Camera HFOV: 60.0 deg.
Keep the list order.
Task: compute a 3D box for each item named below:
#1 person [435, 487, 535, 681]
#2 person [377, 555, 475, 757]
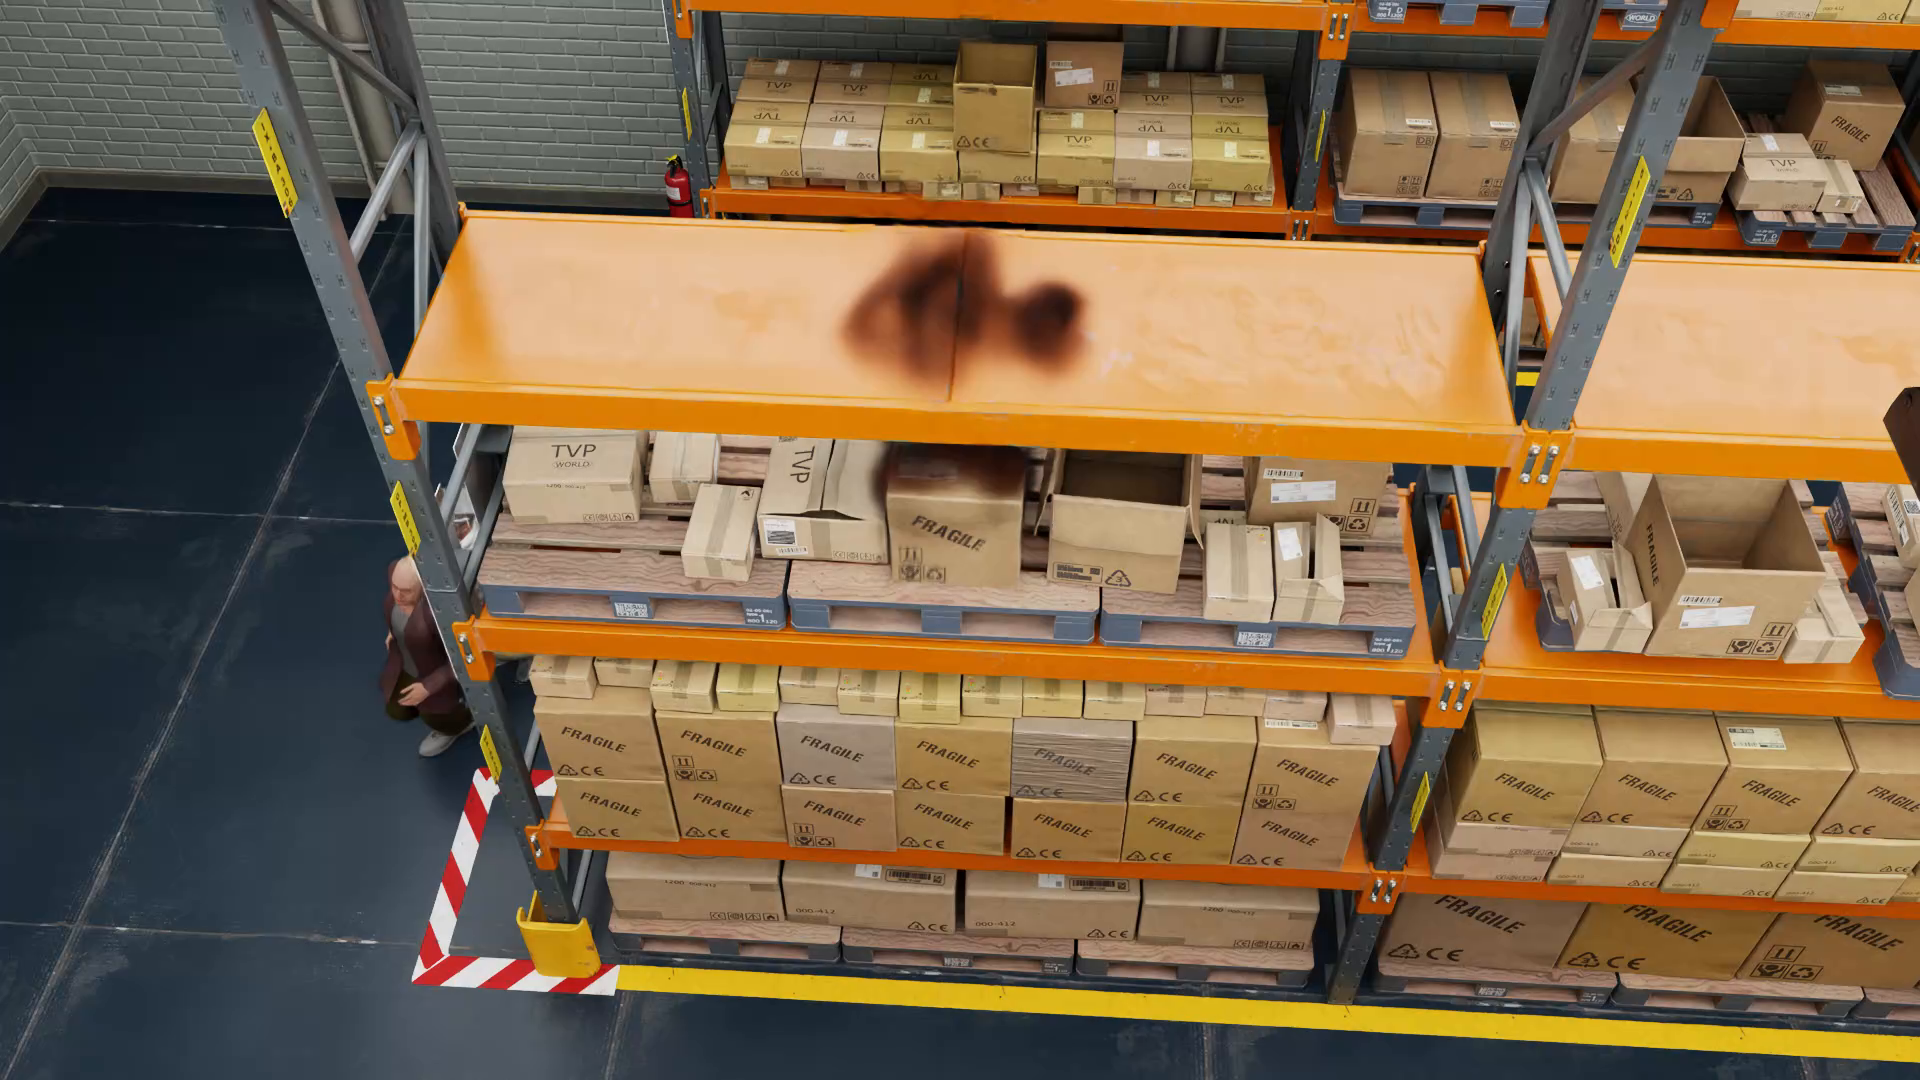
[{"bbox_3d":[-2.724,0.315,9.311,0.545,1.706,0.664,-17,50,-15],"label":"person"},{"bbox_3d":[-2.854,0.671,8.975,0.737,1.720,0.592,24,52,20],"label":"person"}]
